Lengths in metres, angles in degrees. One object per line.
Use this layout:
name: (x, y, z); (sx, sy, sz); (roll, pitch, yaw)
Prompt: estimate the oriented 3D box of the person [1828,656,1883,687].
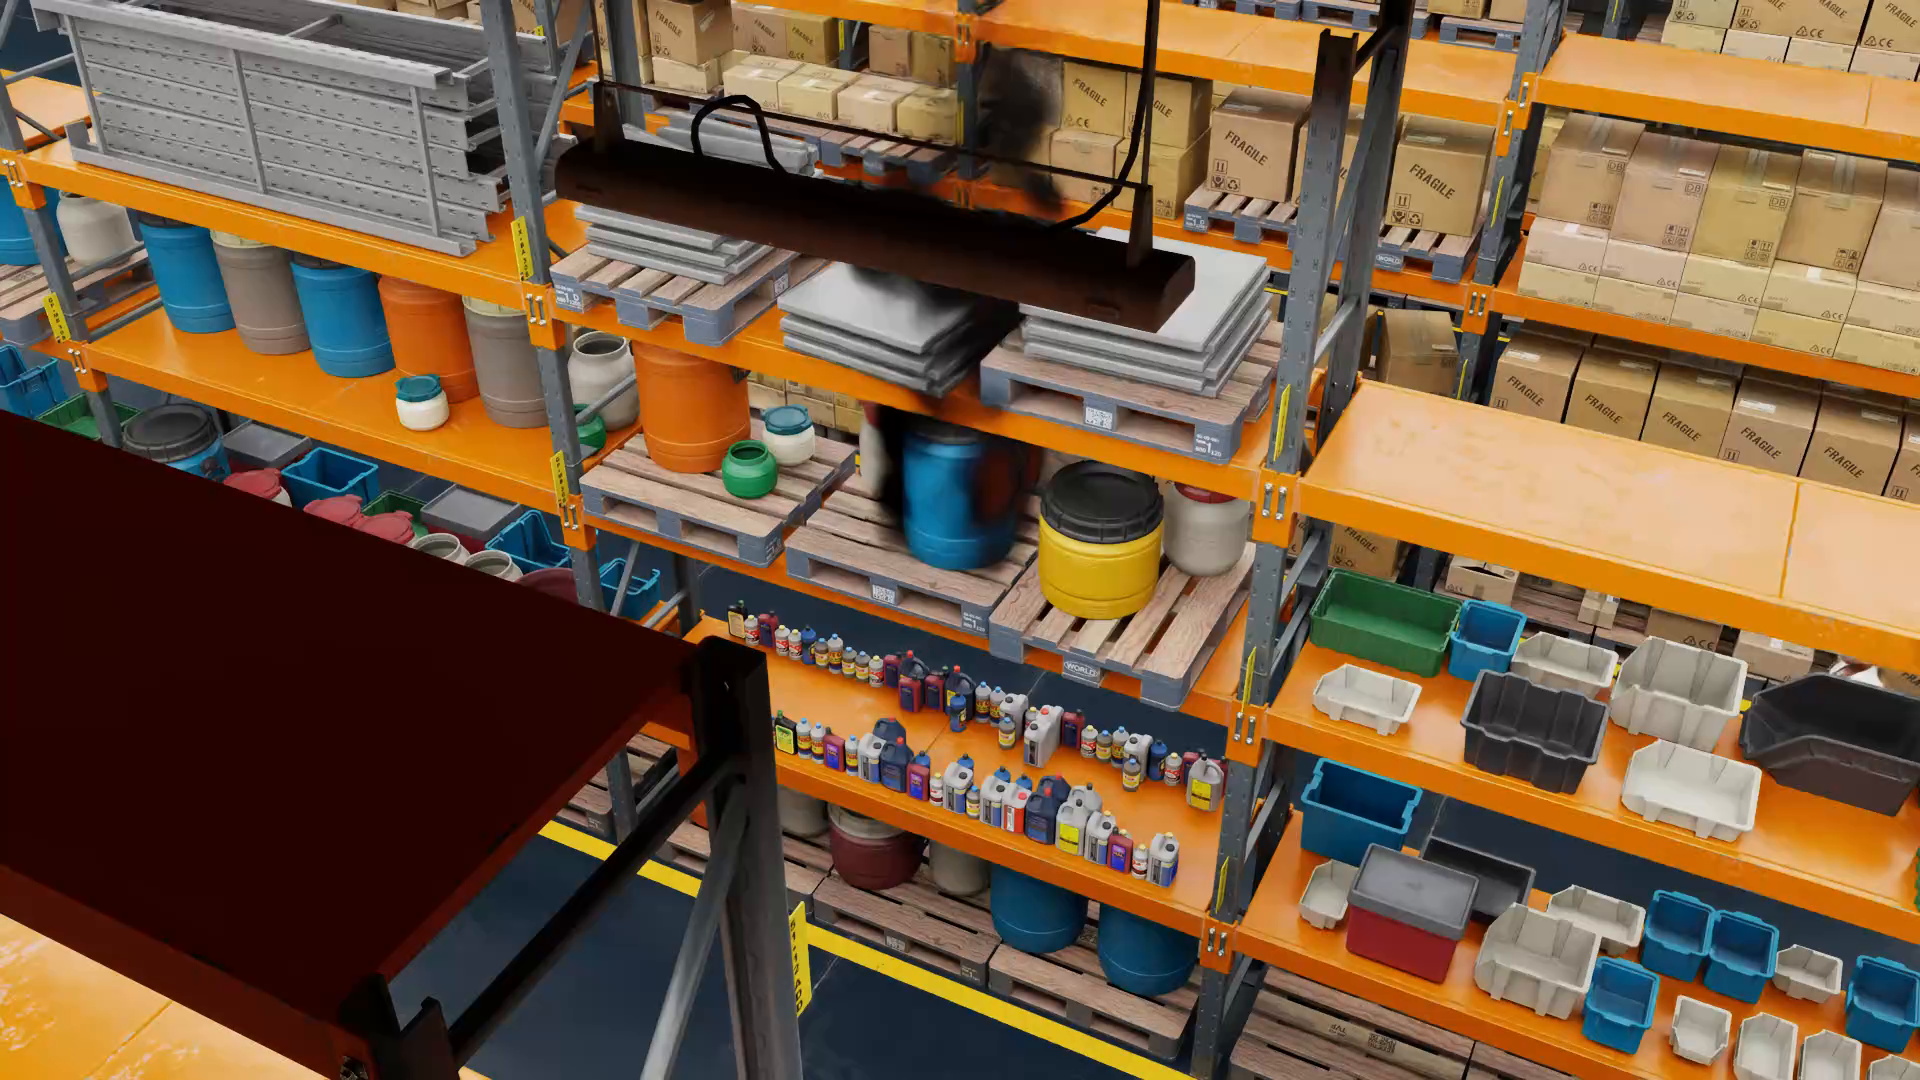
person: (5.622, 1.309, 10.513); (0.841, 1.752, 0.706); (8, 36, 12)
